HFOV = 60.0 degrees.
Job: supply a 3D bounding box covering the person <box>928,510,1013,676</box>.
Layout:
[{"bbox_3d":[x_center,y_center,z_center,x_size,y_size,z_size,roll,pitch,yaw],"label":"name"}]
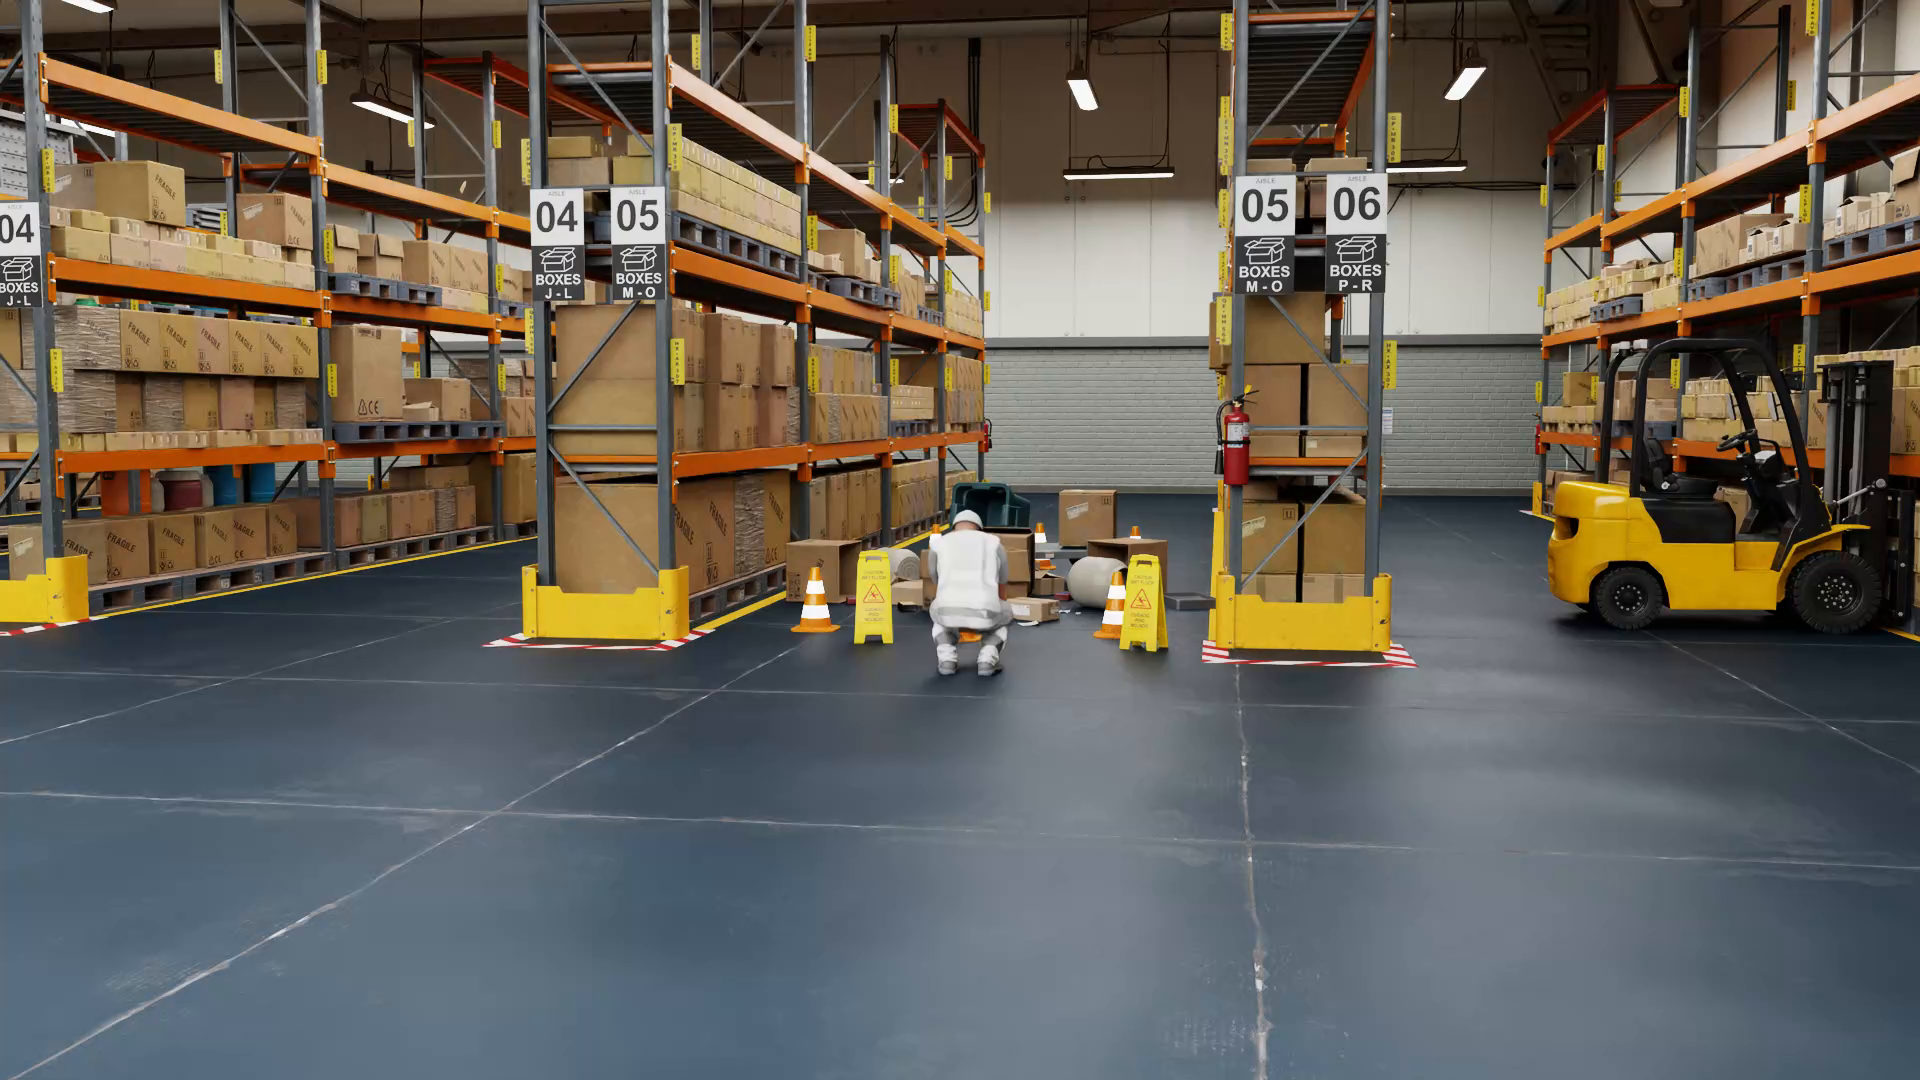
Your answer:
[{"bbox_3d":[0.060,0.322,10.468,0.551,0.996,0.891,1,4,8],"label":"person"}]
